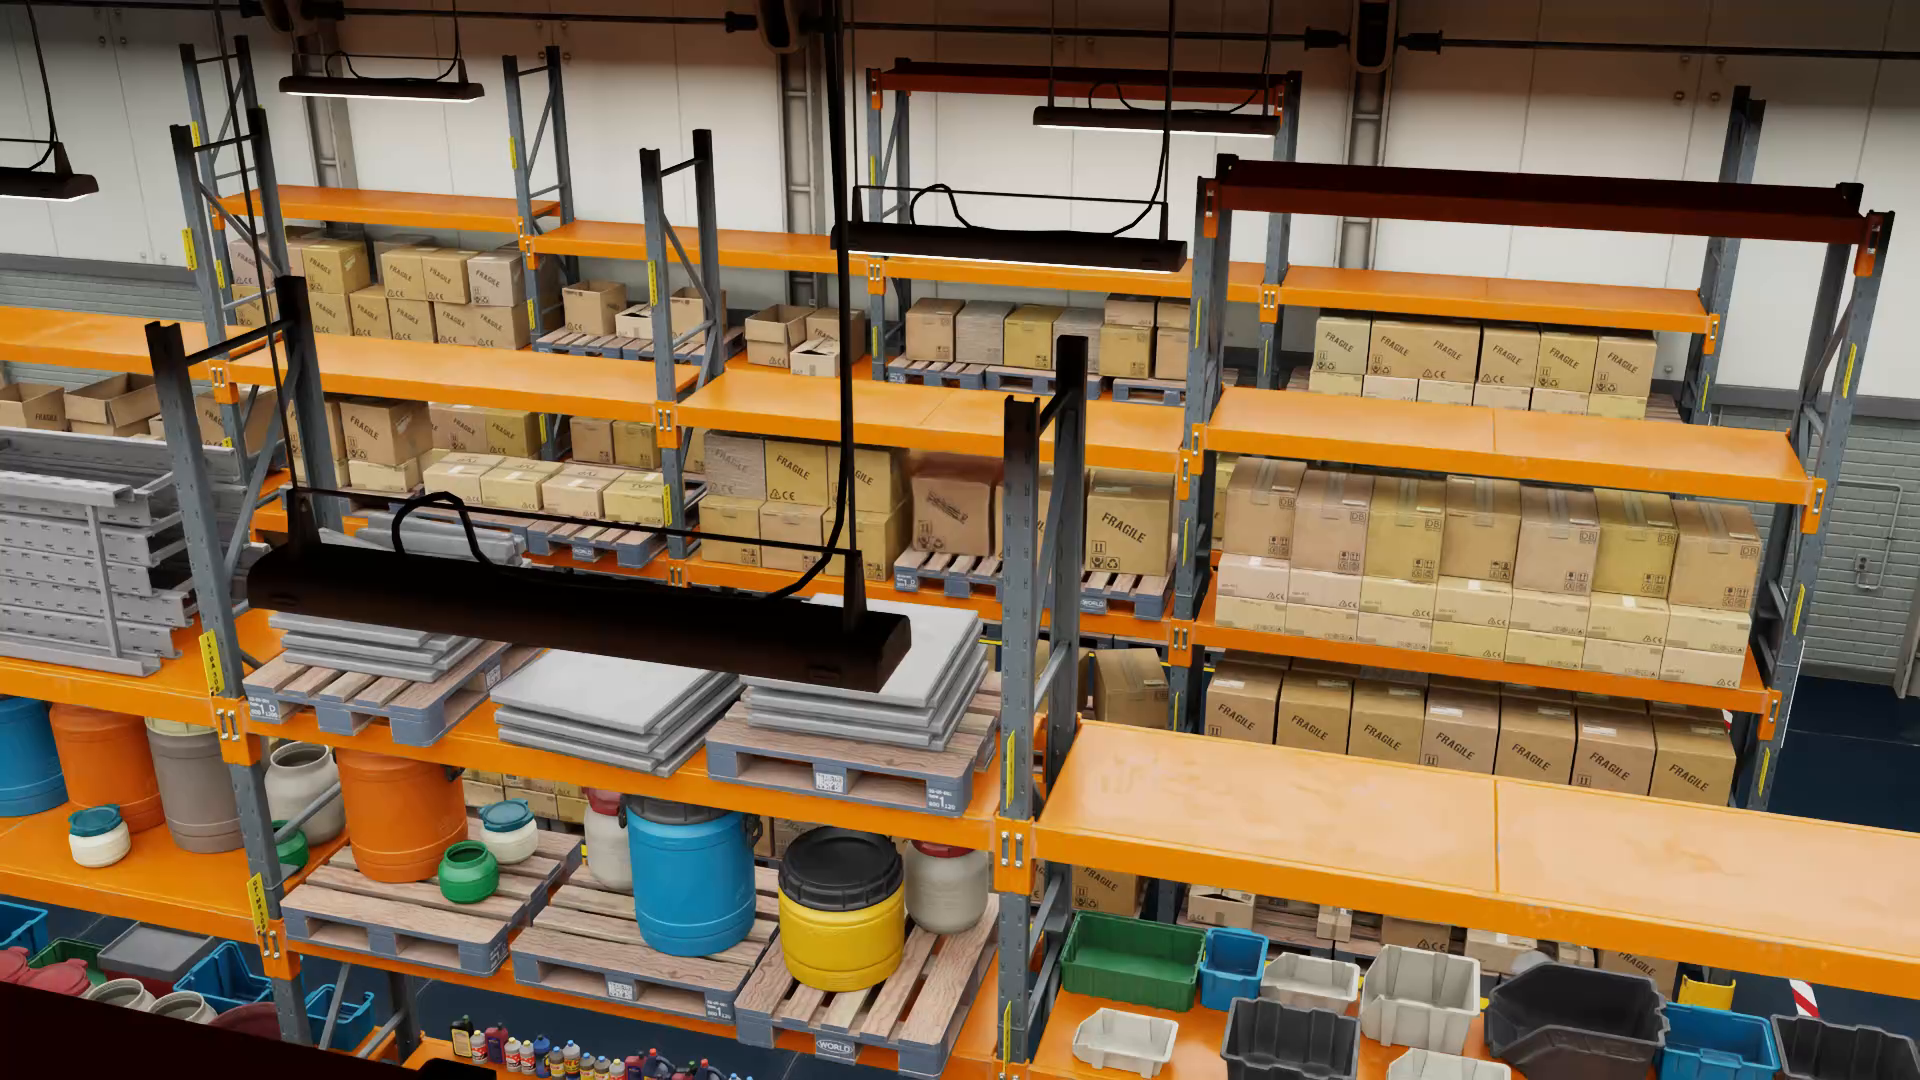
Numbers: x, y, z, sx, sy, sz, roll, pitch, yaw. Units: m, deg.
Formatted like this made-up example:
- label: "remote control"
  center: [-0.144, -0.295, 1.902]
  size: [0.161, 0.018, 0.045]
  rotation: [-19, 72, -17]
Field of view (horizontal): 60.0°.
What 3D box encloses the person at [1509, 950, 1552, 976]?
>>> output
- label: "person"
  center: [3.504, 3.350, 10.519]
  size: [0.396, 1.682, 0.507]
  rotation: [-12, 25, -26]
